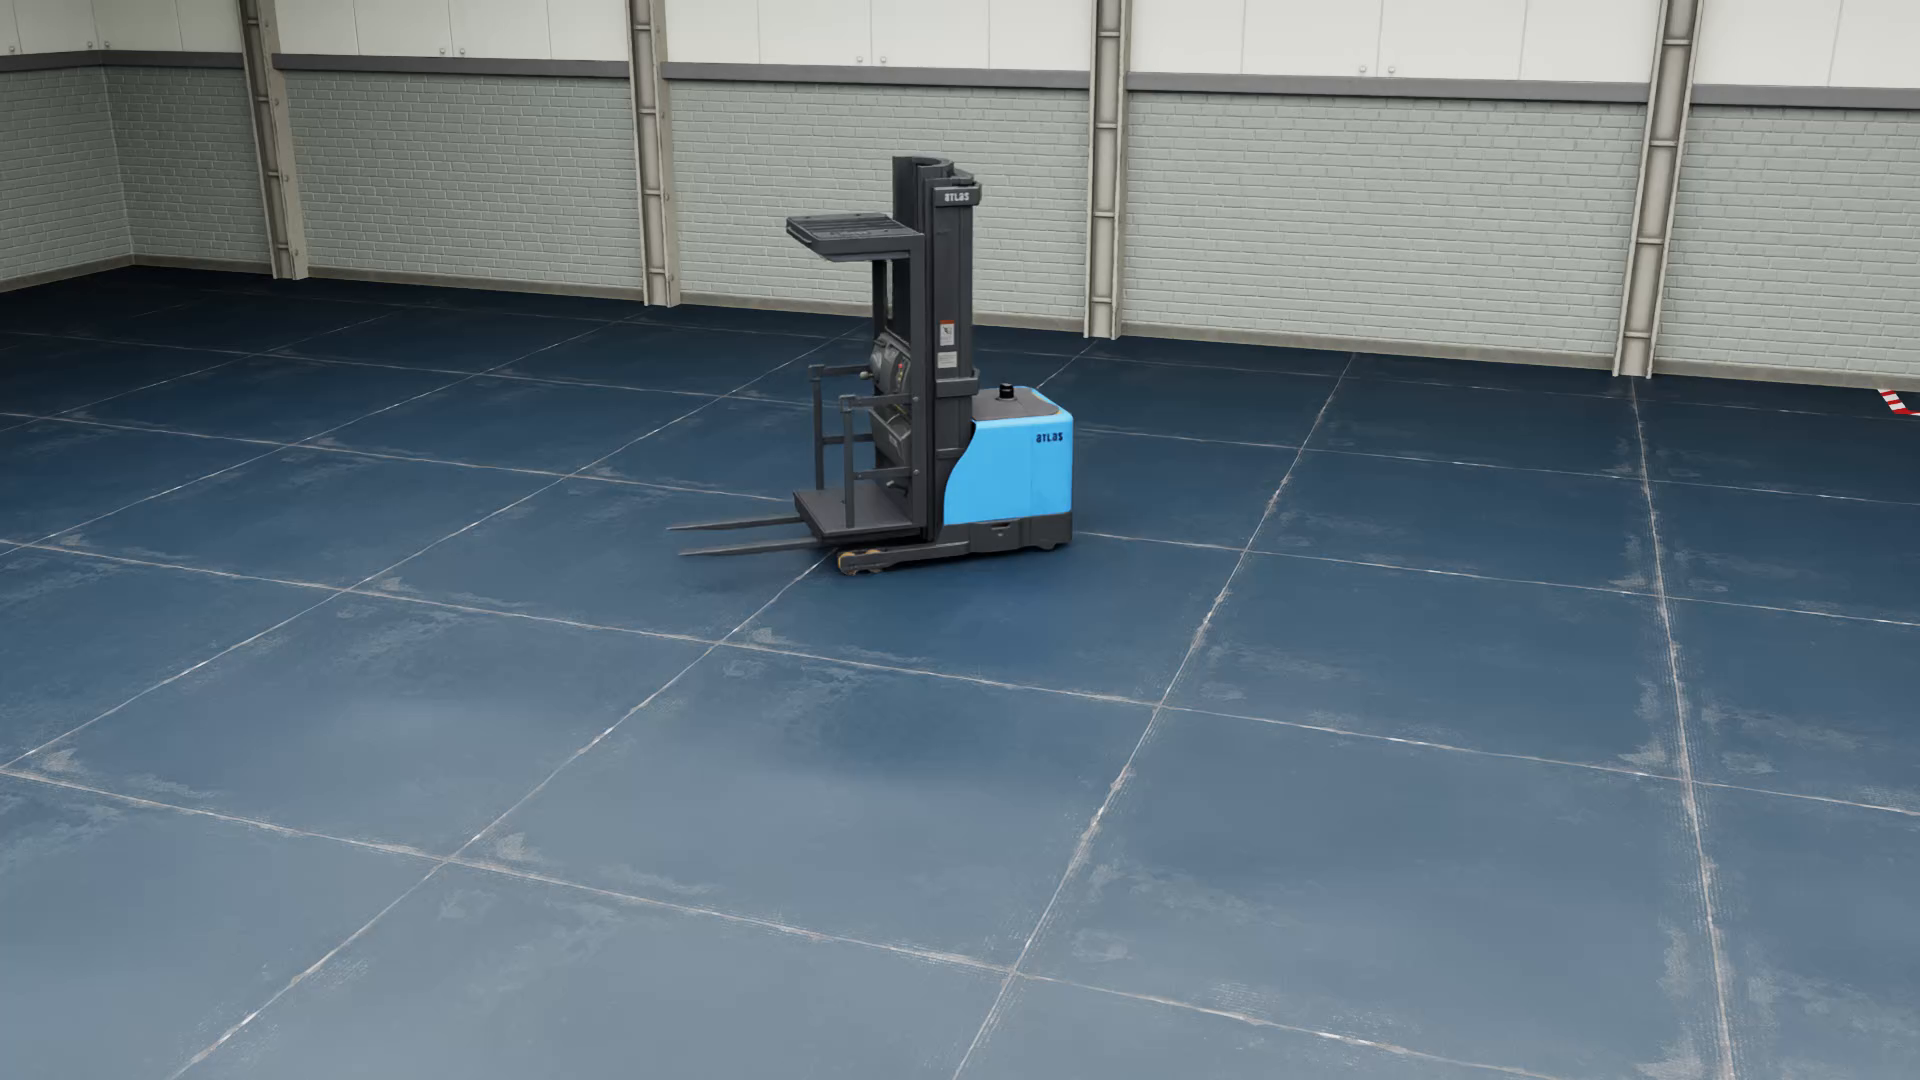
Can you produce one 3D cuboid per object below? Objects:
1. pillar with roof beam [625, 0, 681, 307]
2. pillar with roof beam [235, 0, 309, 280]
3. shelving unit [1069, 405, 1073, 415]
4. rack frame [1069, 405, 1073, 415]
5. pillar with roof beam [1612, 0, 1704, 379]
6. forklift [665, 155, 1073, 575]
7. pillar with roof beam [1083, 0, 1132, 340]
[{"bbox_3d":[-5.351,-6.035,16.718,0.400,9.000,9.100,7,20,18],"label":"pillar with roof beam"},{"bbox_3d":[-11.019,-6.683,18.577,0.400,9.000,9.100,7,20,18],"label":"pillar with roof beam"},{"bbox_3d":[0.787,-0.637,13.536,0.210,0.900,0.258,3,20,9],"label":"shelving unit"},{"bbox_3d":[0.887,-0.631,13.520,0.006,0.900,0.240,3,20,9],"label":"rack frame"},{"bbox_3d":[5.985,-4.739,12.999,0.400,9.000,9.100,7,20,18],"label":"pillar with roof beam"},{"bbox_3d":[-0.704,-1.319,12.408,3.031,2.935,1.130,-6,20,-17],"label":"forklift"},{"bbox_3d":[0.317,-5.387,14.859,0.400,9.000,9.100,7,20,18],"label":"pillar with roof beam"}]
